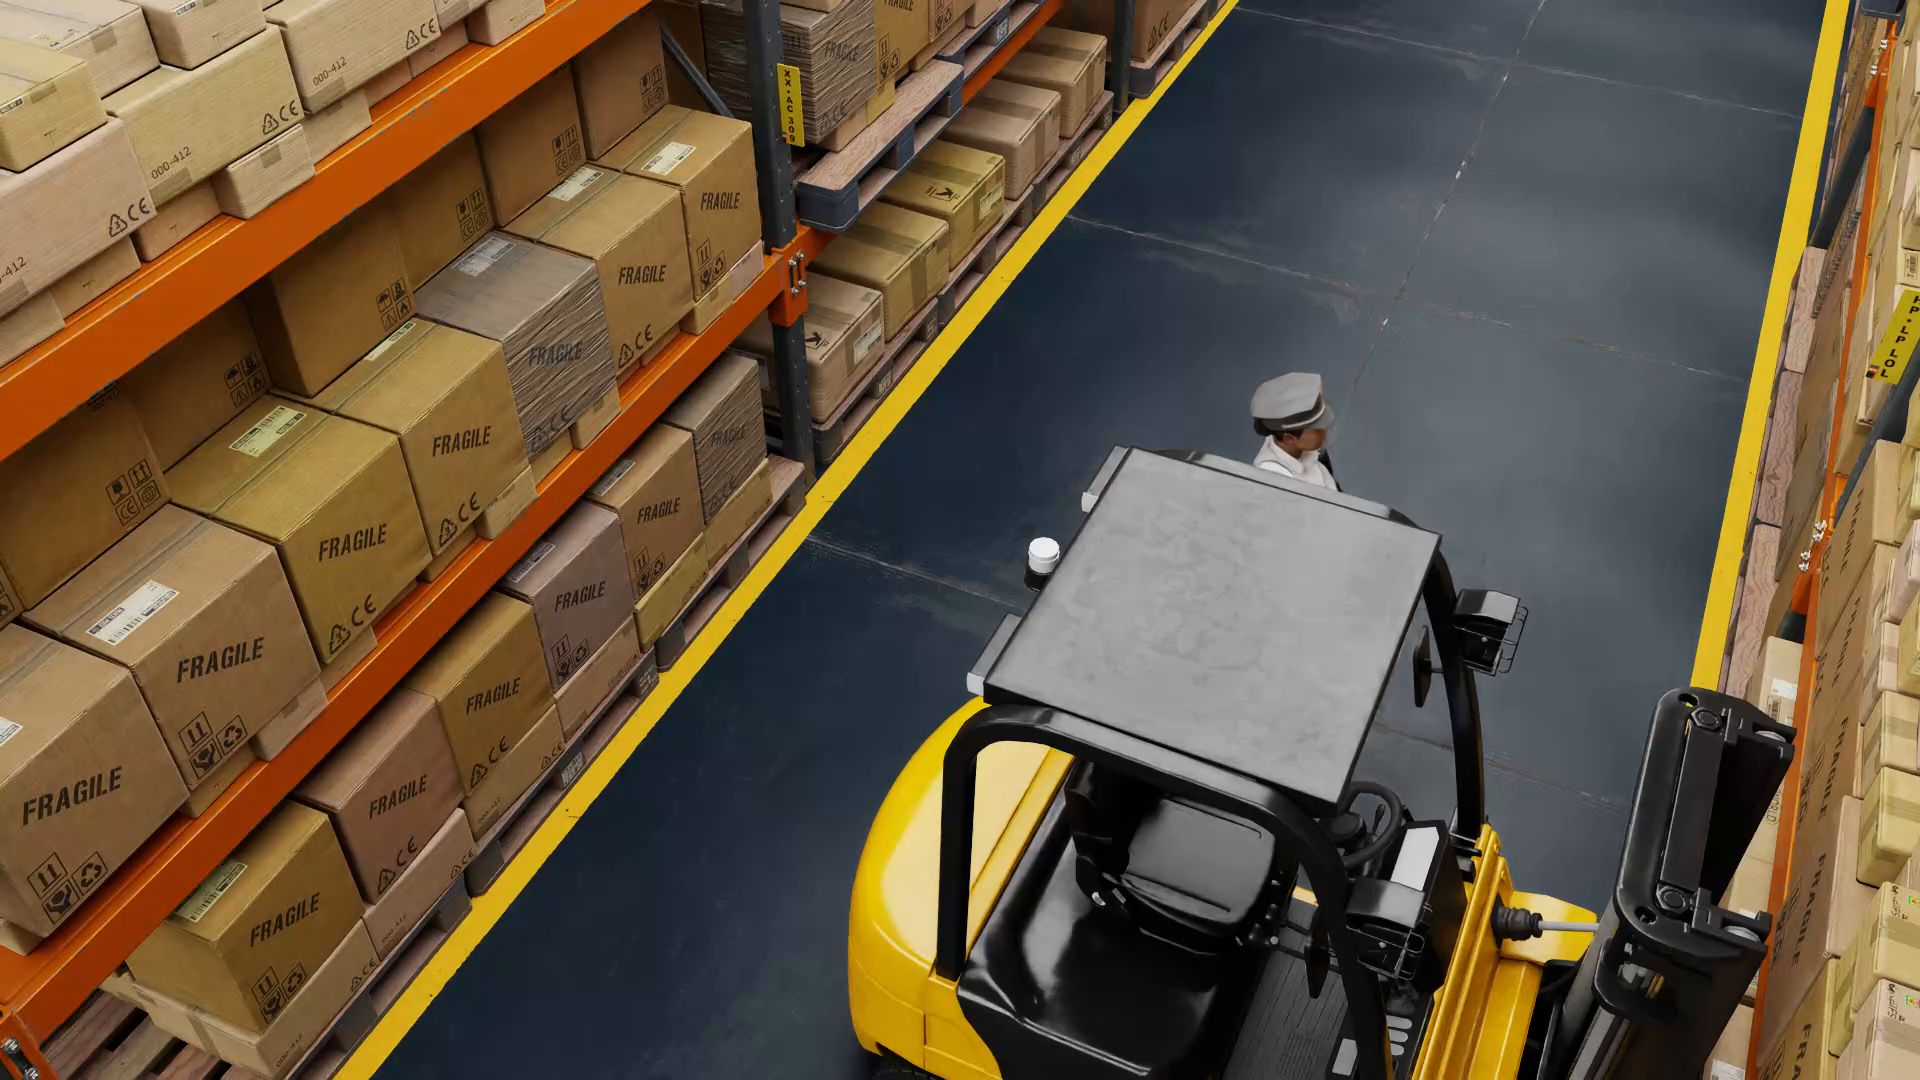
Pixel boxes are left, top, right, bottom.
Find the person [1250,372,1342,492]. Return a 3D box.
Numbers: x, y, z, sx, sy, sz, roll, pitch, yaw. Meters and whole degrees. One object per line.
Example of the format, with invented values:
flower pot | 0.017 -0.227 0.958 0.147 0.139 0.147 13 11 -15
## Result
person | 1.218 0.144 5.986 0.530 1.691 0.446 17 45 18
